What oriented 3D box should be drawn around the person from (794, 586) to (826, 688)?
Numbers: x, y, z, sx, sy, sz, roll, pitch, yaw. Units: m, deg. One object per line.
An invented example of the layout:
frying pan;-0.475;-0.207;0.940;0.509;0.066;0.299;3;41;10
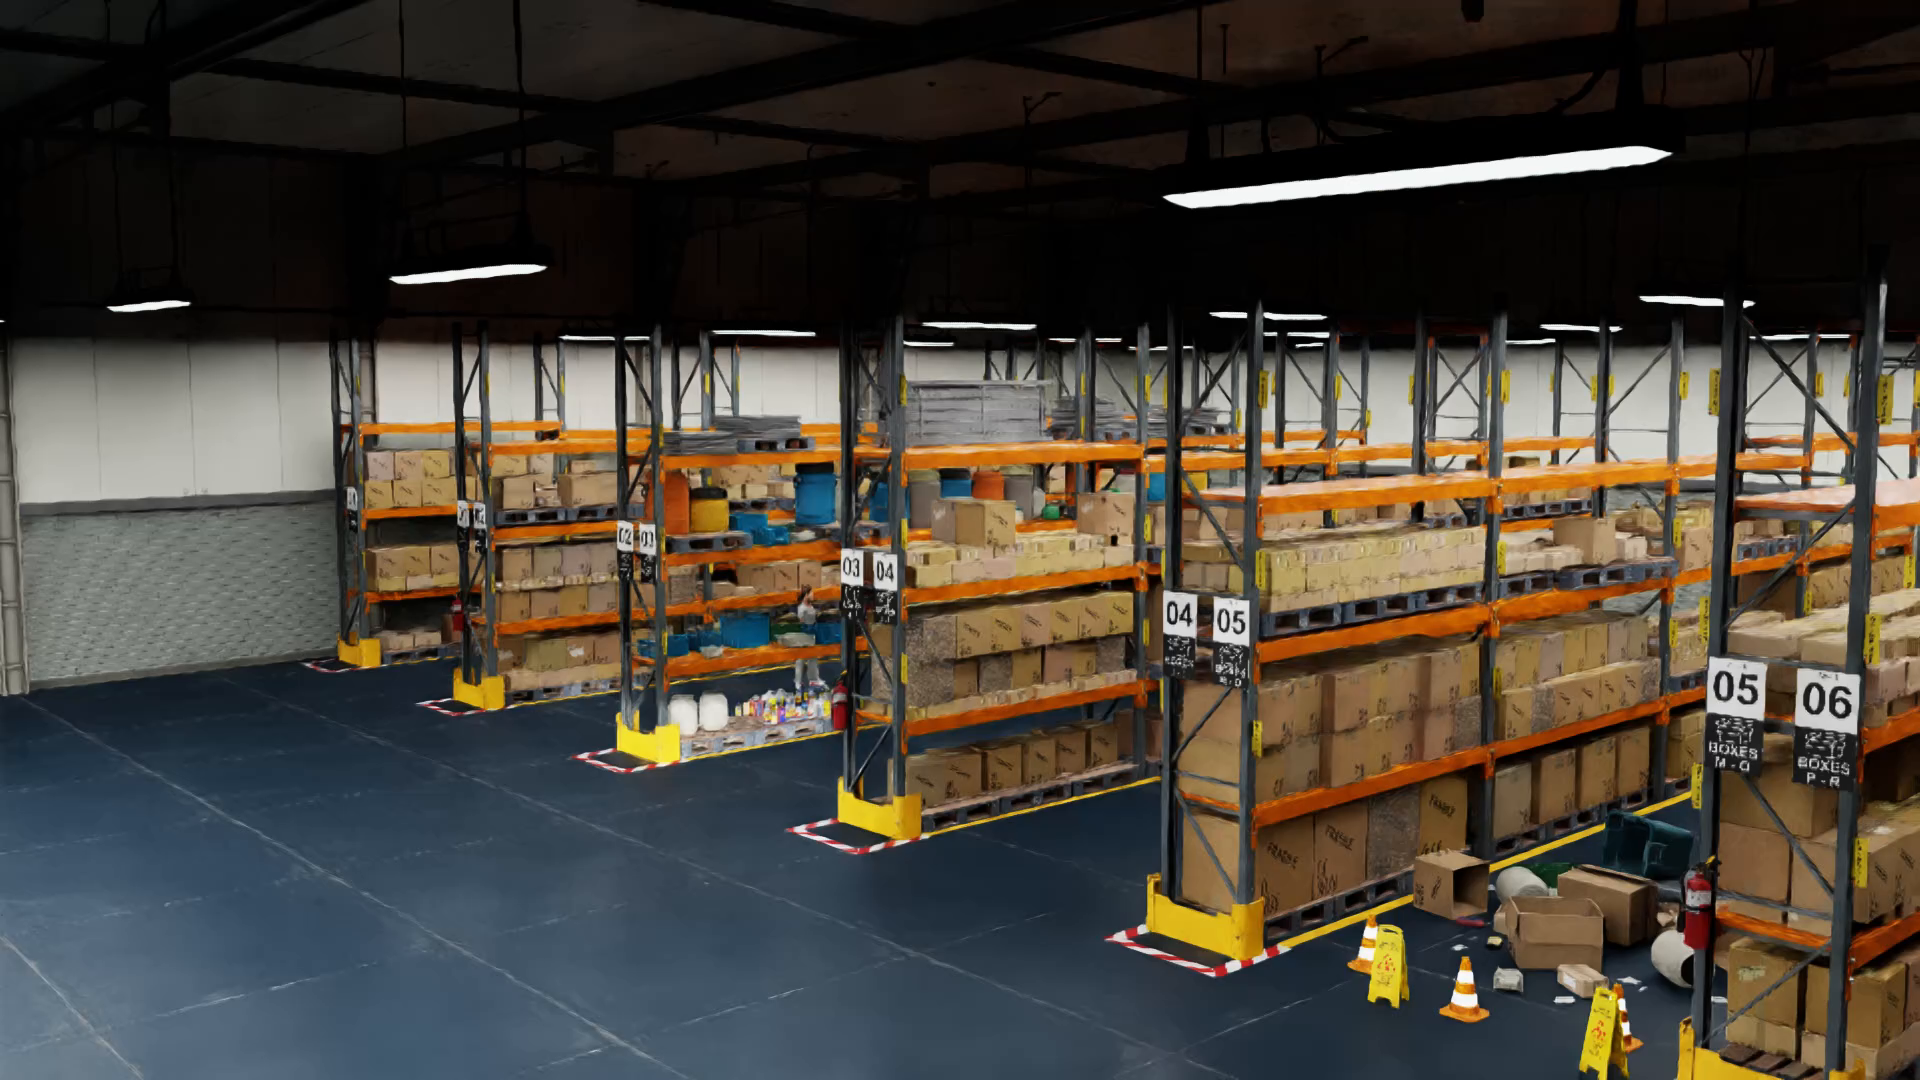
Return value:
person;-2.498;1.599;27.511;0.451;1.678;0.539;2;6;19
